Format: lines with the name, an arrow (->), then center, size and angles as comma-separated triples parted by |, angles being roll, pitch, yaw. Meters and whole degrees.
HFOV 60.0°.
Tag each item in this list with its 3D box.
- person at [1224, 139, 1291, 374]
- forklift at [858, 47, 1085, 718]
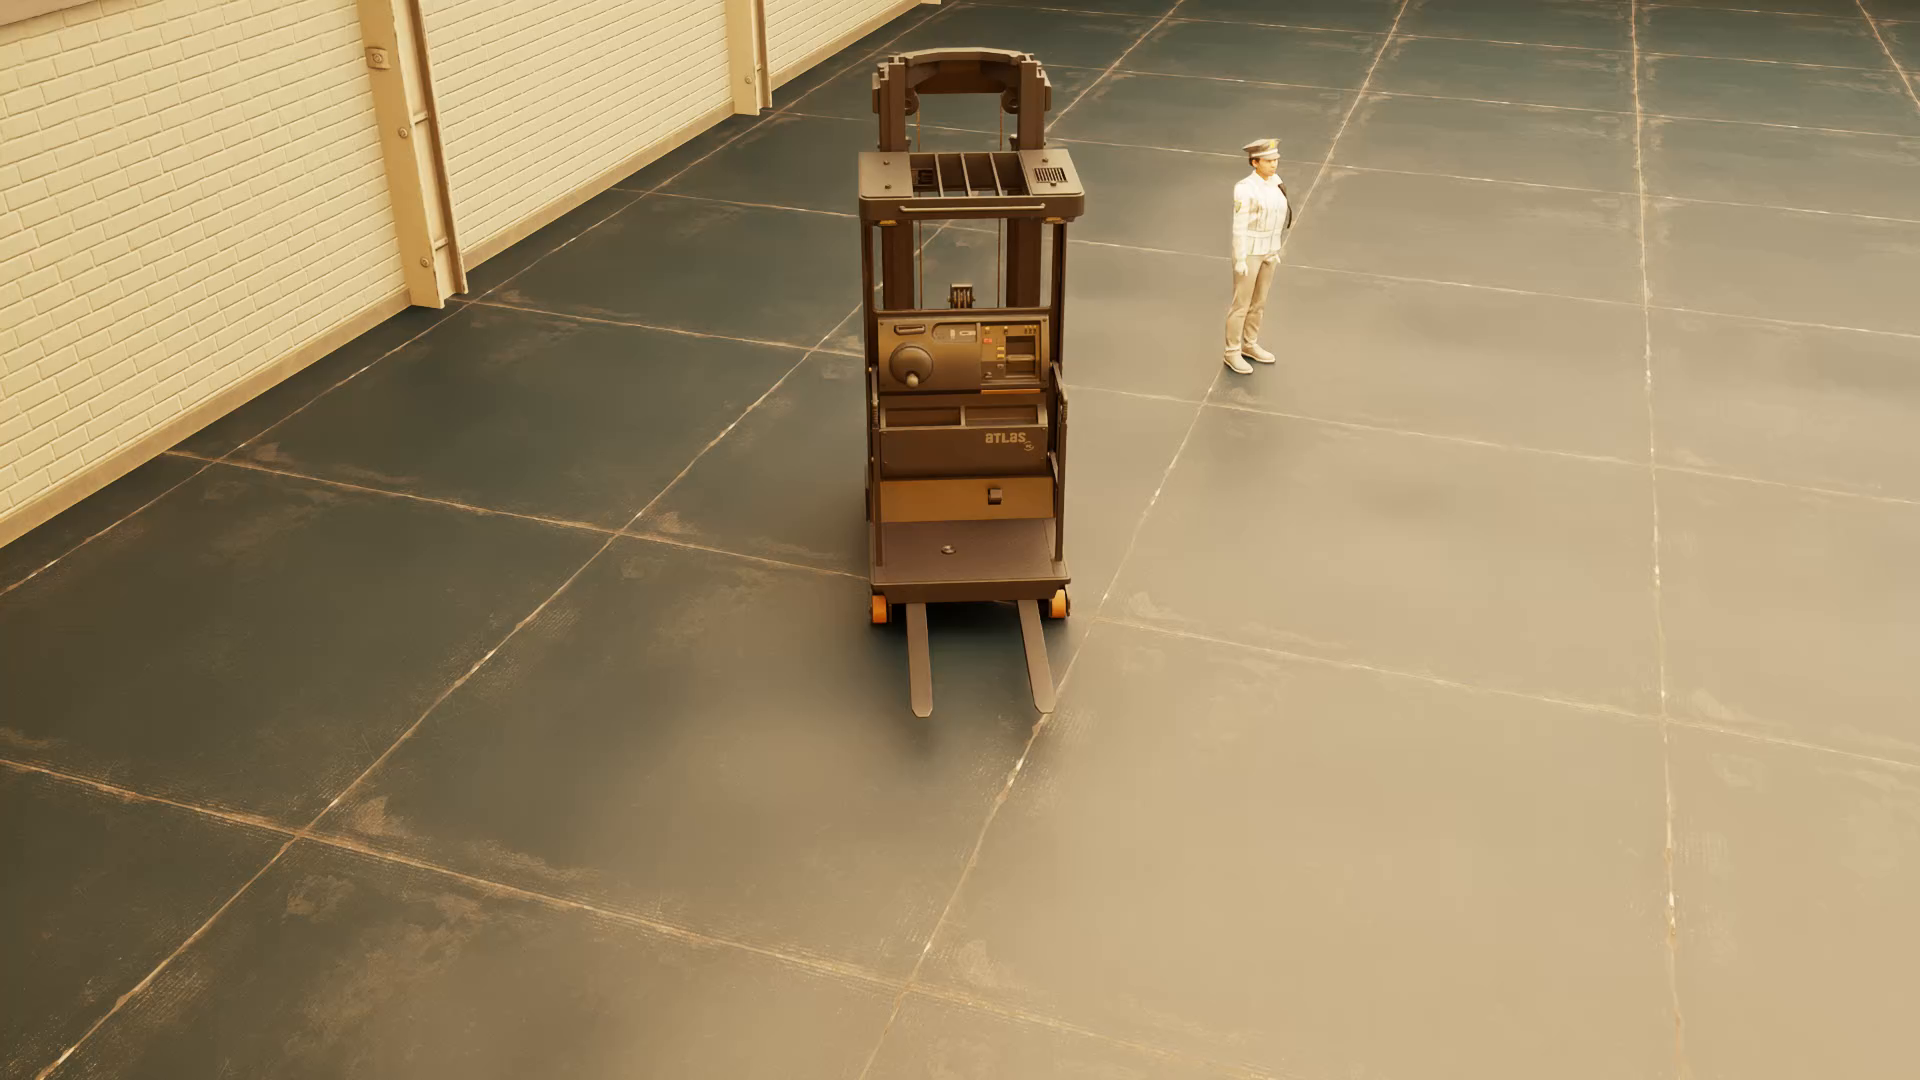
person -> 2.143, -2.075, 12.034 | 0.458, 1.694, 0.367 | -24, 38, -36
forklift -> 0.035, -0.972, 8.842 | 1.130, 2.935, 3.031 | -2, 30, -3
